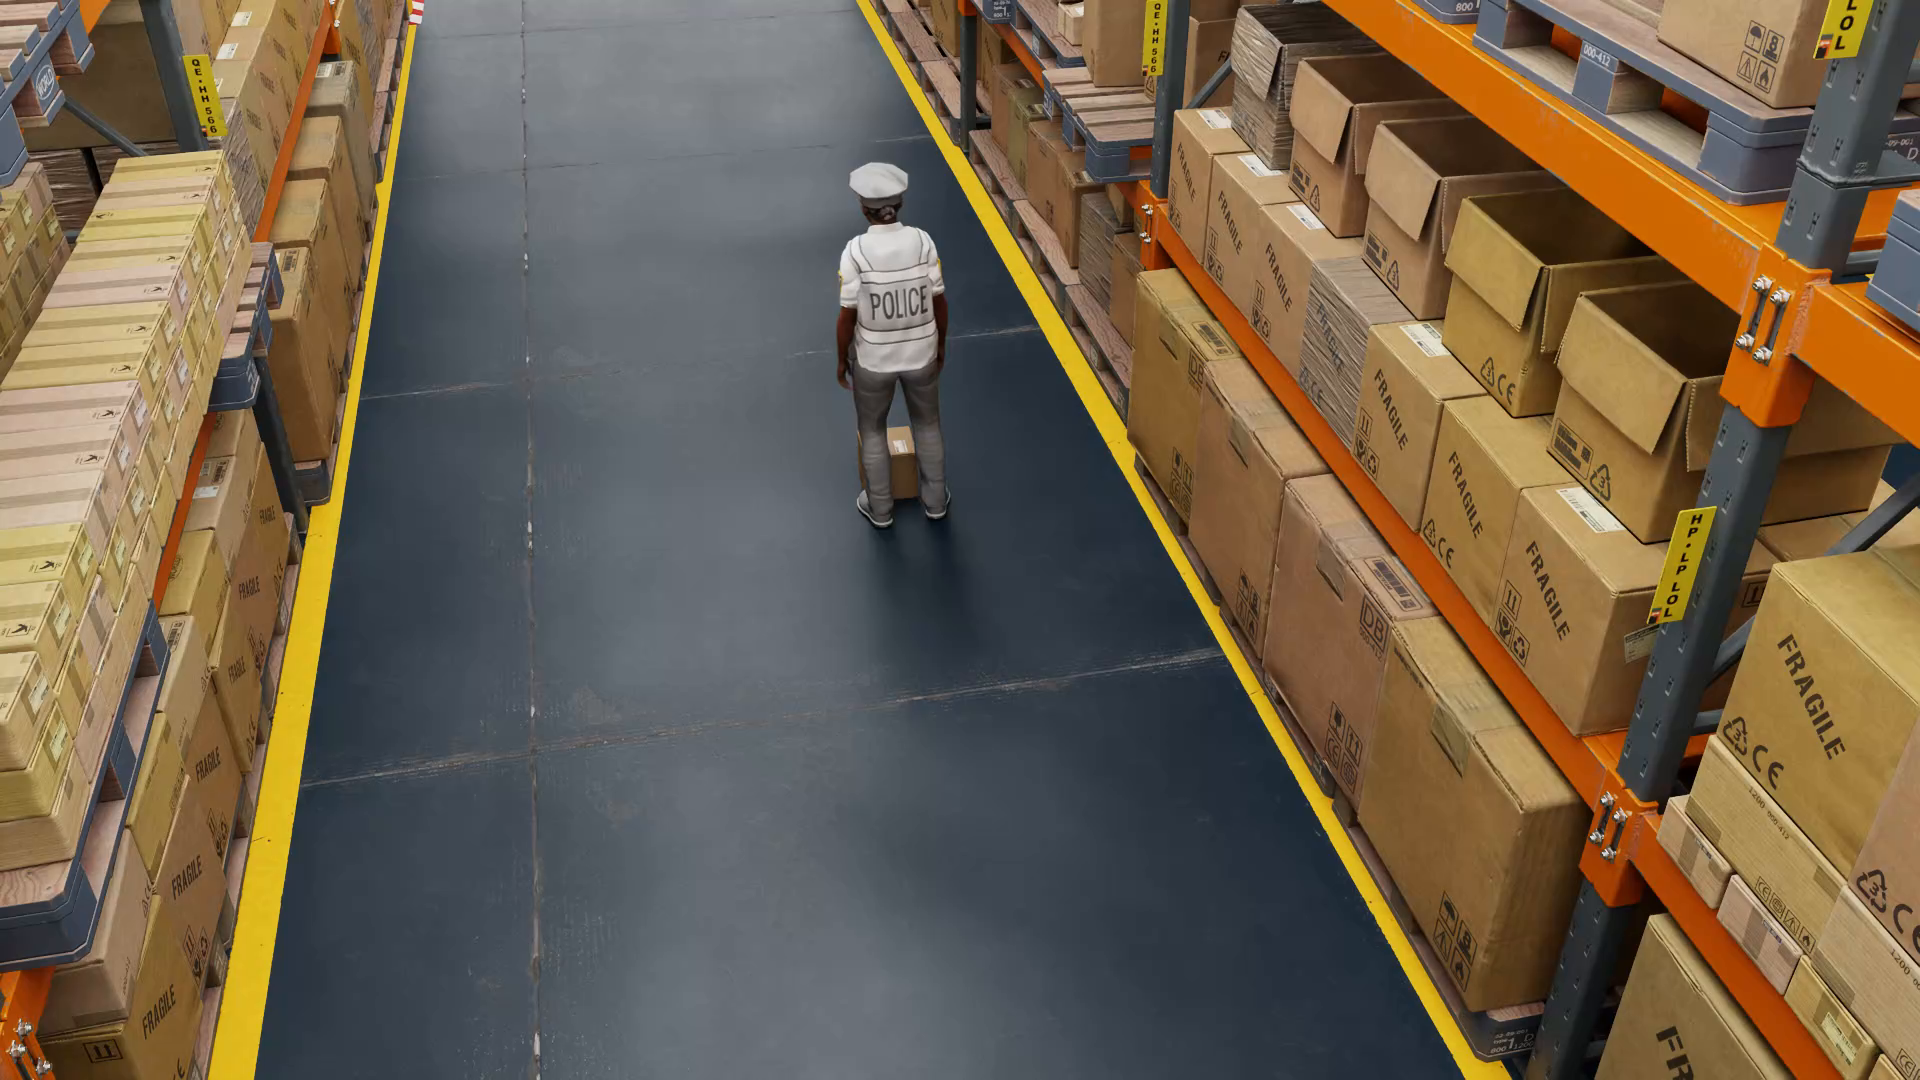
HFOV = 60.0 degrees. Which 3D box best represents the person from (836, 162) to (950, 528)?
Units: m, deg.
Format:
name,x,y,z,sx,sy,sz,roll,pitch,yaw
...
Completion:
name,x,y,z,sx,sy,sz,roll,pitch,yaw
person,-0.284,-0.814,7.323,0.532,1.663,0.392,-9,36,-13
